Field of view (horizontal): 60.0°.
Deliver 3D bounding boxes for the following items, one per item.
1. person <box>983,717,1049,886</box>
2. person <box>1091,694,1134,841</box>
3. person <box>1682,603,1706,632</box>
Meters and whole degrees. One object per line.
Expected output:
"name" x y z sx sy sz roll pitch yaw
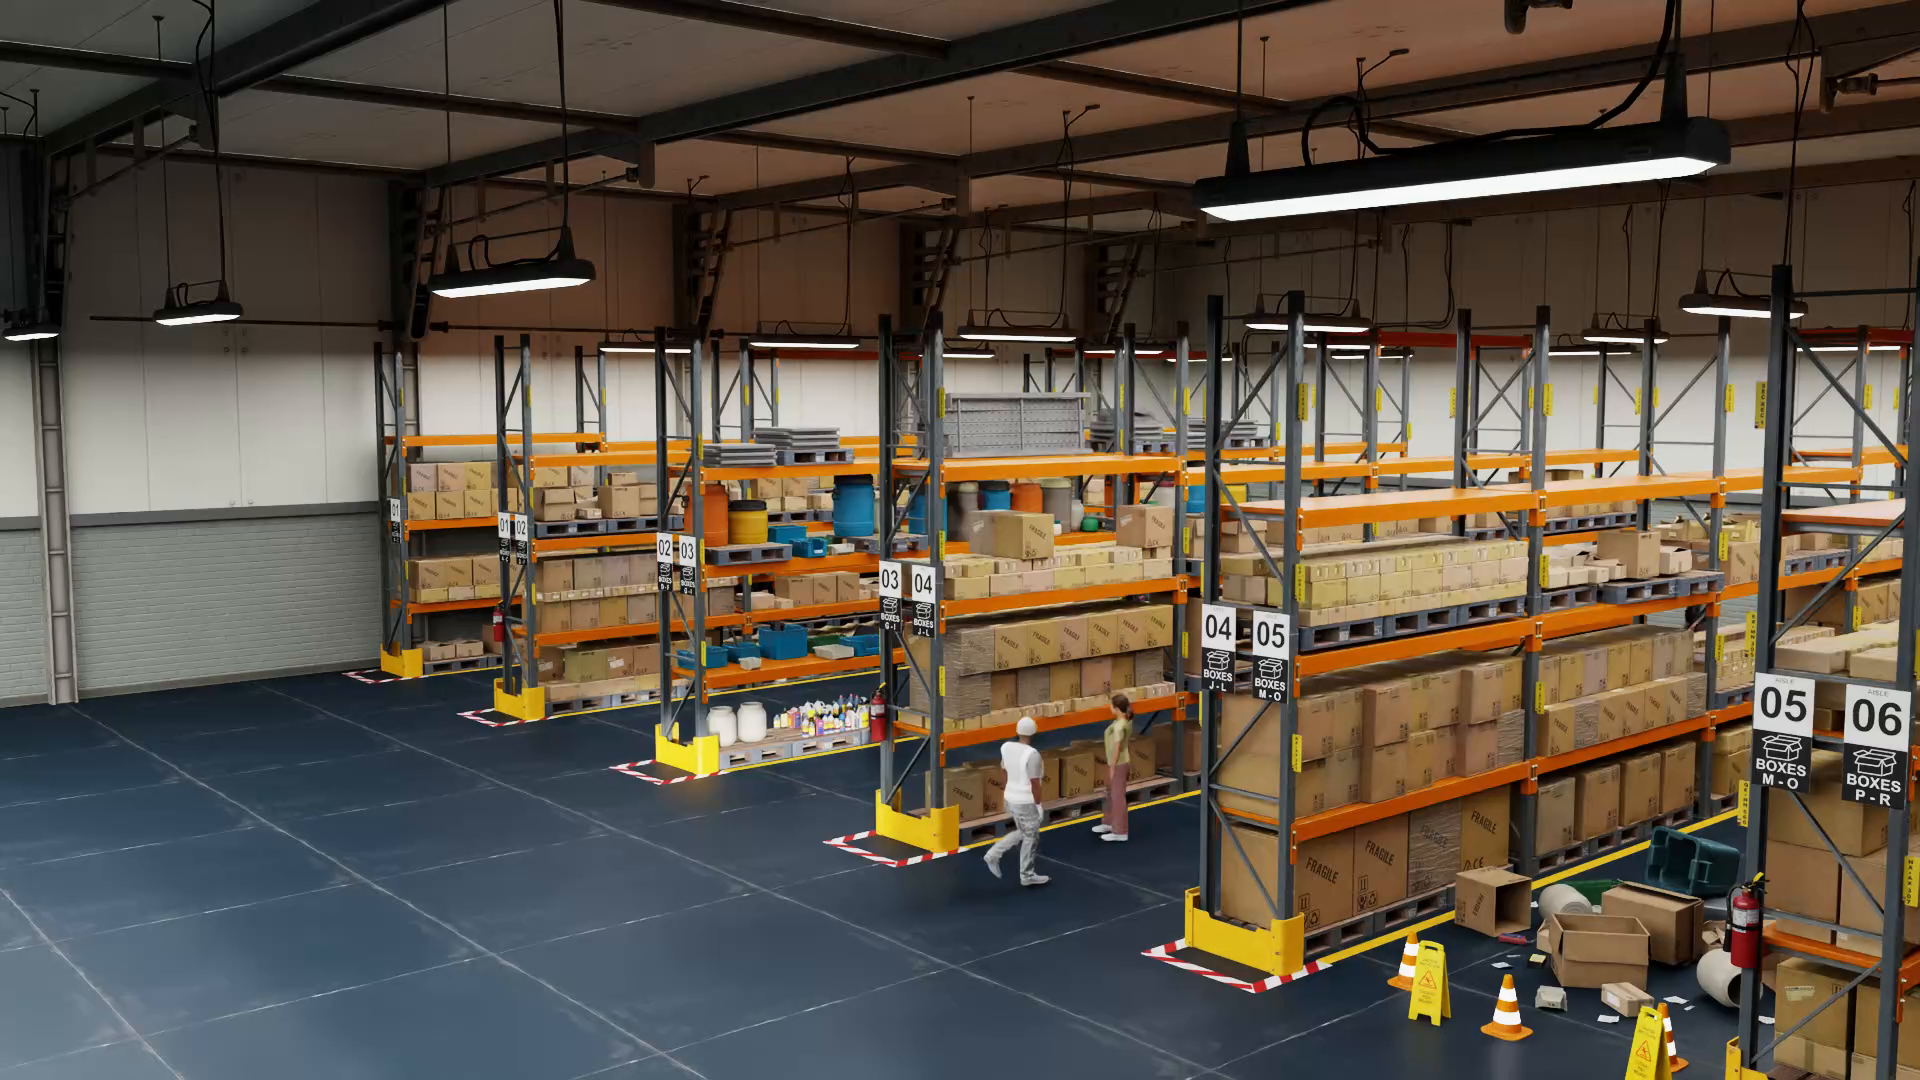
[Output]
"person" 0.605 2.704 17.196 0.683 1.775 0.541 -1 5 -14
"person" 1.752 2.586 19.091 0.486 1.672 0.516 1 5 7
"person" 13.528 1.529 30.623 1.038 1.674 0.569 -1 5 -6
